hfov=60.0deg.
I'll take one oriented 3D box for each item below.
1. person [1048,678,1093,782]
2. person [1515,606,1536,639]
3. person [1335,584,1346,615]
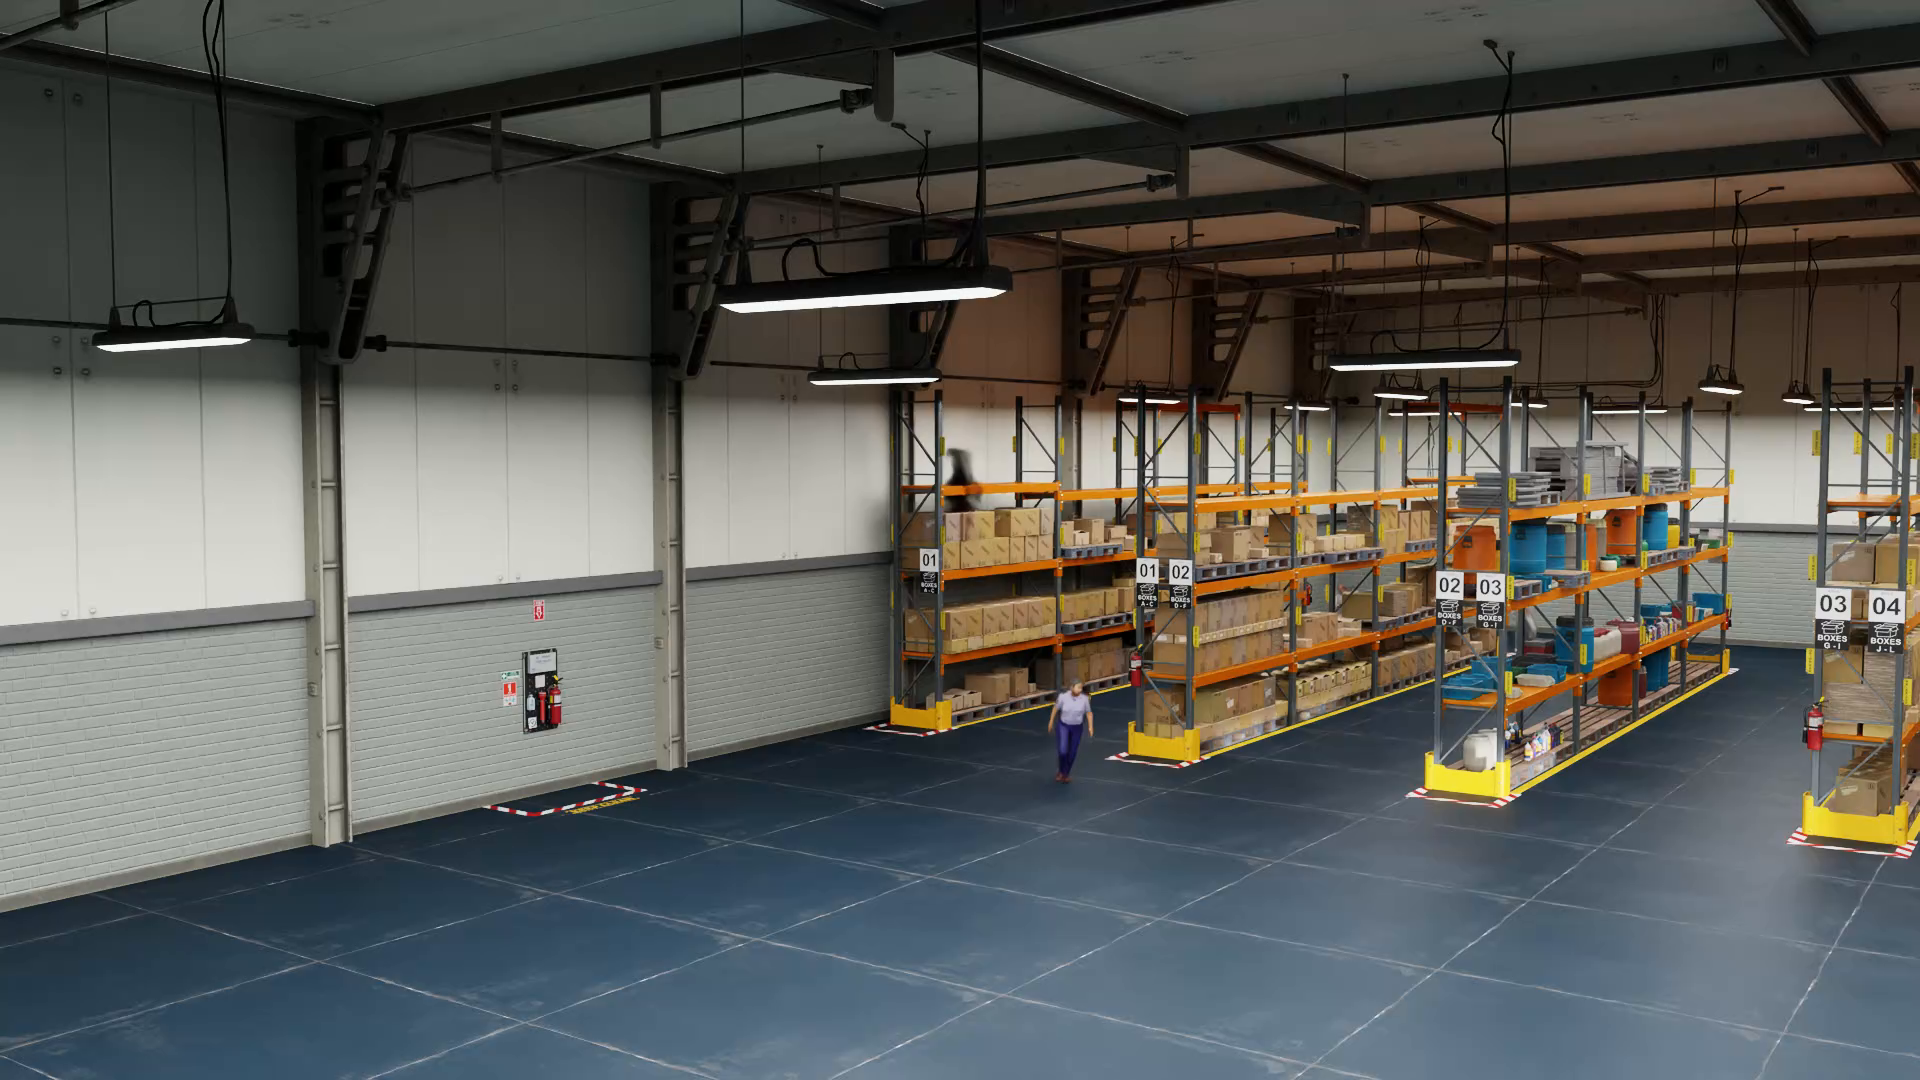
[{"bbox_3d":[1.649,2.814,24.601,0.594,1.595,0.701,-1,3,-13],"label":"person"},{"bbox_3d":[13.606,1.920,40.176,0.558,1.675,0.725,-1,3,-11],"label":"person"},{"bbox_3d":[9.581,1.889,41.385,0.597,1.600,0.683,1,4,24],"label":"person"}]
